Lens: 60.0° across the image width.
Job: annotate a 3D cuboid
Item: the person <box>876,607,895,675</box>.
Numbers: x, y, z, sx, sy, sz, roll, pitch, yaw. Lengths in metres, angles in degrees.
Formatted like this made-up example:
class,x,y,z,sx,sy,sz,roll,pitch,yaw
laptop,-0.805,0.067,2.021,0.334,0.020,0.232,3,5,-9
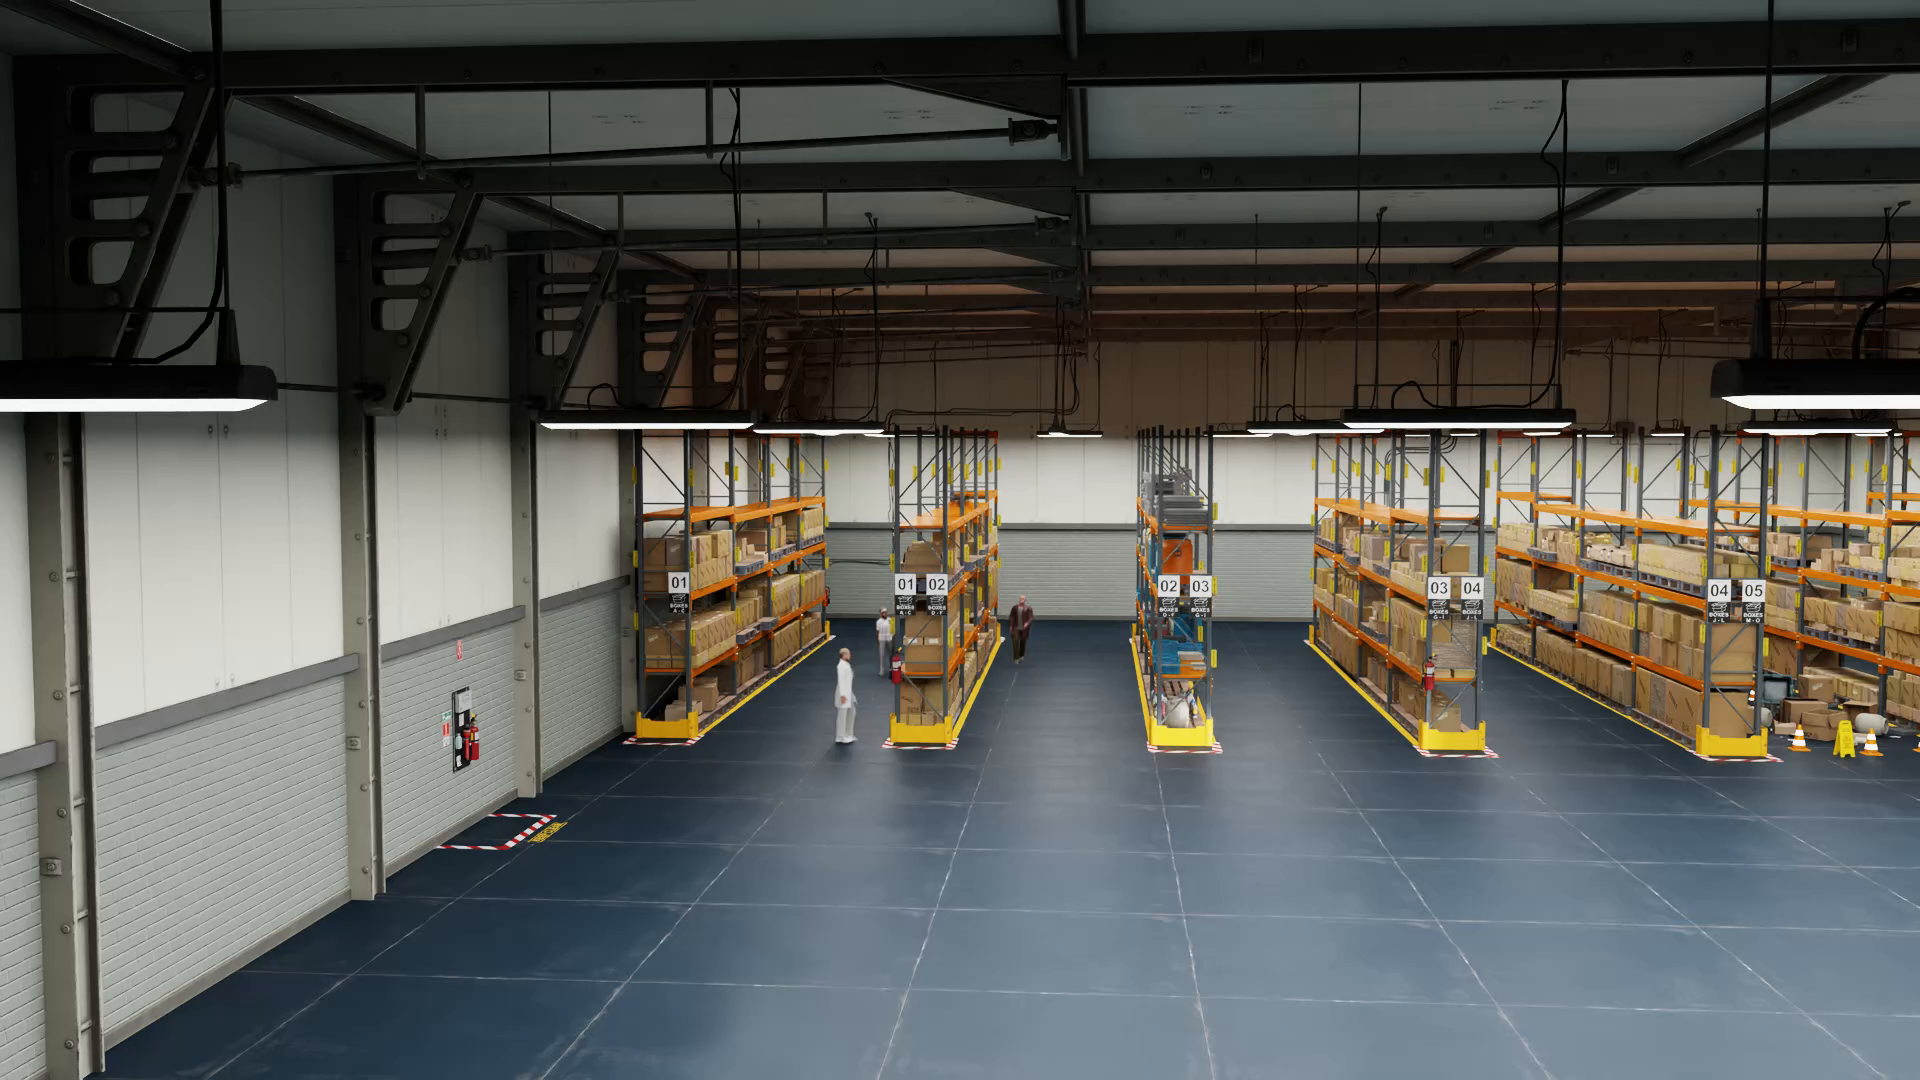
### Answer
class,x,y,z,sx,sy,sz,roll,pitch,yaw
person,-1.786,2.456,40.623,0.552,1.638,0.964,0,3,5

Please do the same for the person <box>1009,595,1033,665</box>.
class,x,y,z,sx,sy,sz,roll,pitch,yaw
person,1.567,2.329,42.749,0.647,1.808,0.940,0,3,5

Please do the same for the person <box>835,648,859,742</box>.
class,x,y,z,sx,sy,sz,roll,pitch,yaw
person,-2.156,2.957,31.525,0.429,1.819,0.645,0,3,7

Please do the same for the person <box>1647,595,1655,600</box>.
class,x,y,z,sx,sy,sz,roll,pitch,yaw
person,17.603,2.313,42.703,0.559,1.796,0.625,3,4,39
